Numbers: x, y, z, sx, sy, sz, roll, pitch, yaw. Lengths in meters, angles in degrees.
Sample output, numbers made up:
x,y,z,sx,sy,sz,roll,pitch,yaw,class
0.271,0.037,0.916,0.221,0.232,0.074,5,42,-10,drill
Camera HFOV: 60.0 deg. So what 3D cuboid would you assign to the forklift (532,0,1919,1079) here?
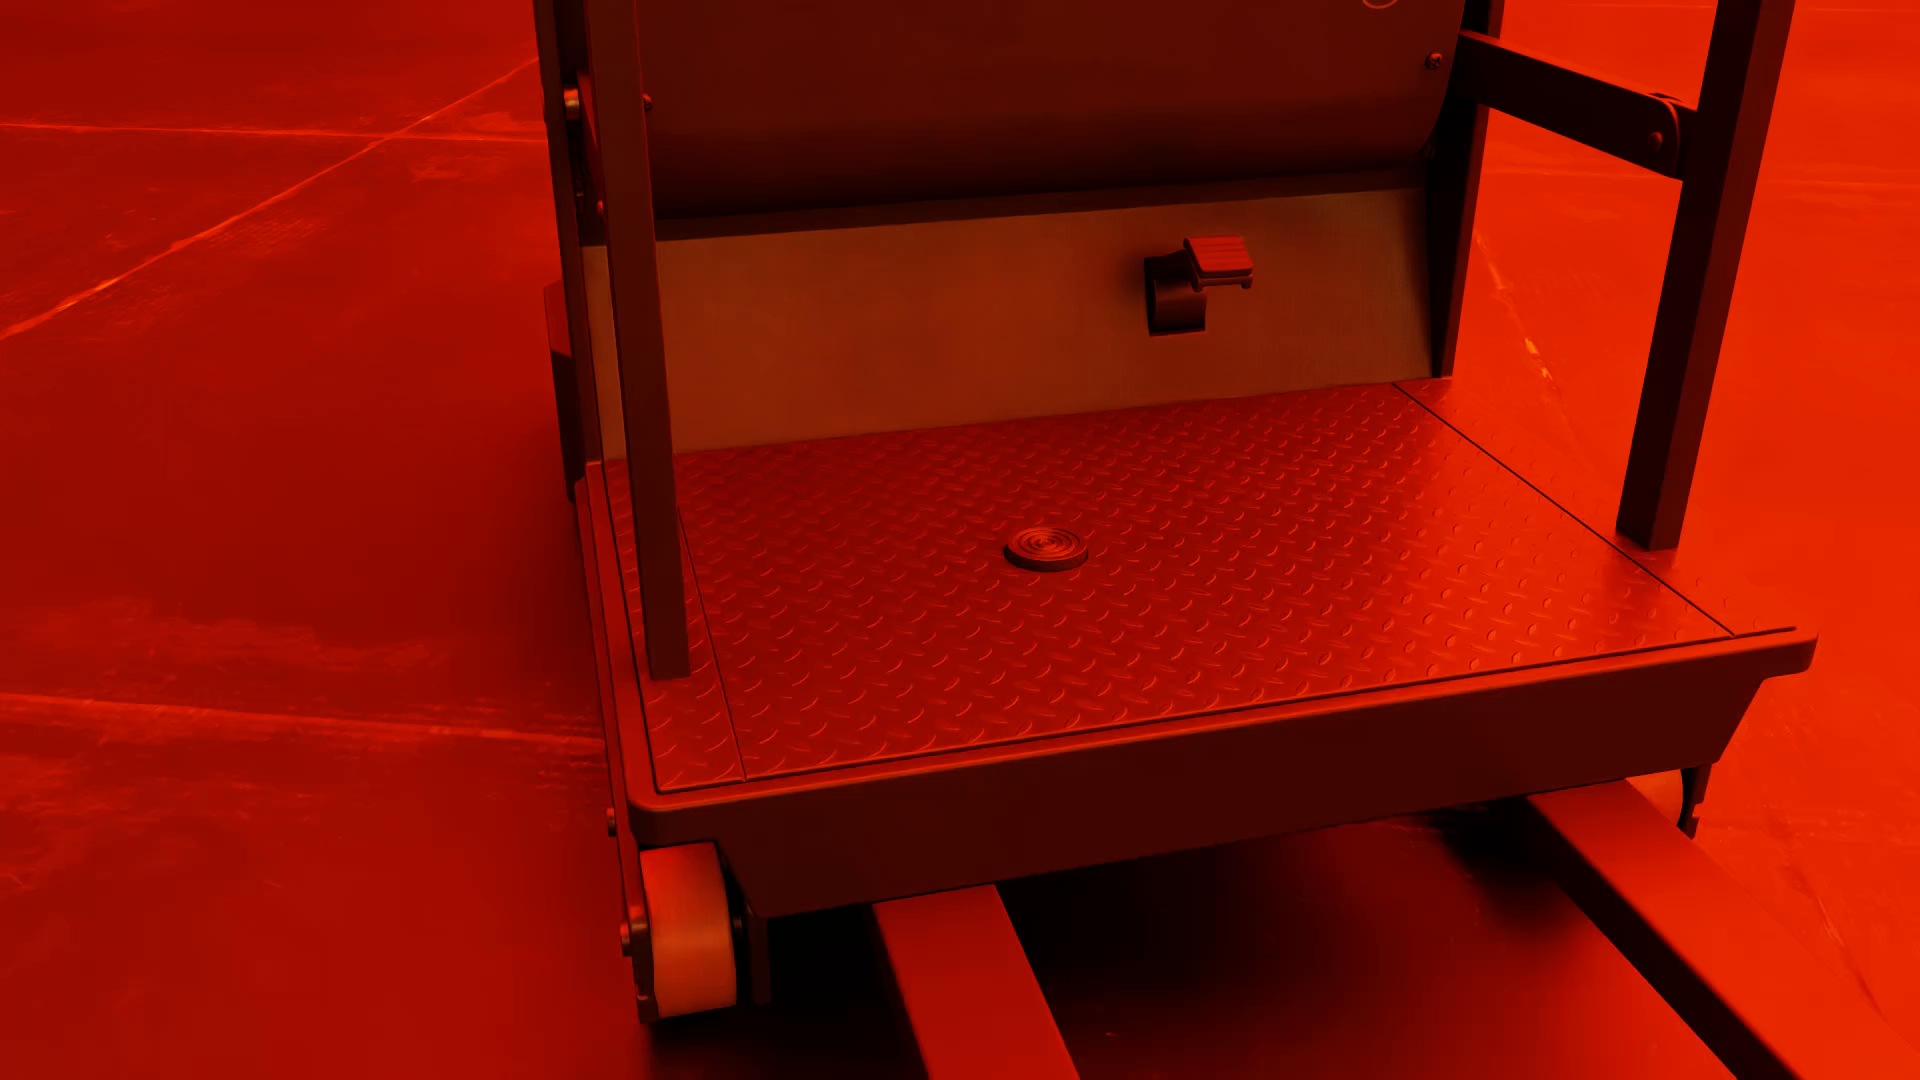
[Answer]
x,y,z,sx,sy,sz,roll,pitch,yaw,class
0.153,-1.049,1.319,1.130,2.935,3.031,-7,27,-13,forklift
